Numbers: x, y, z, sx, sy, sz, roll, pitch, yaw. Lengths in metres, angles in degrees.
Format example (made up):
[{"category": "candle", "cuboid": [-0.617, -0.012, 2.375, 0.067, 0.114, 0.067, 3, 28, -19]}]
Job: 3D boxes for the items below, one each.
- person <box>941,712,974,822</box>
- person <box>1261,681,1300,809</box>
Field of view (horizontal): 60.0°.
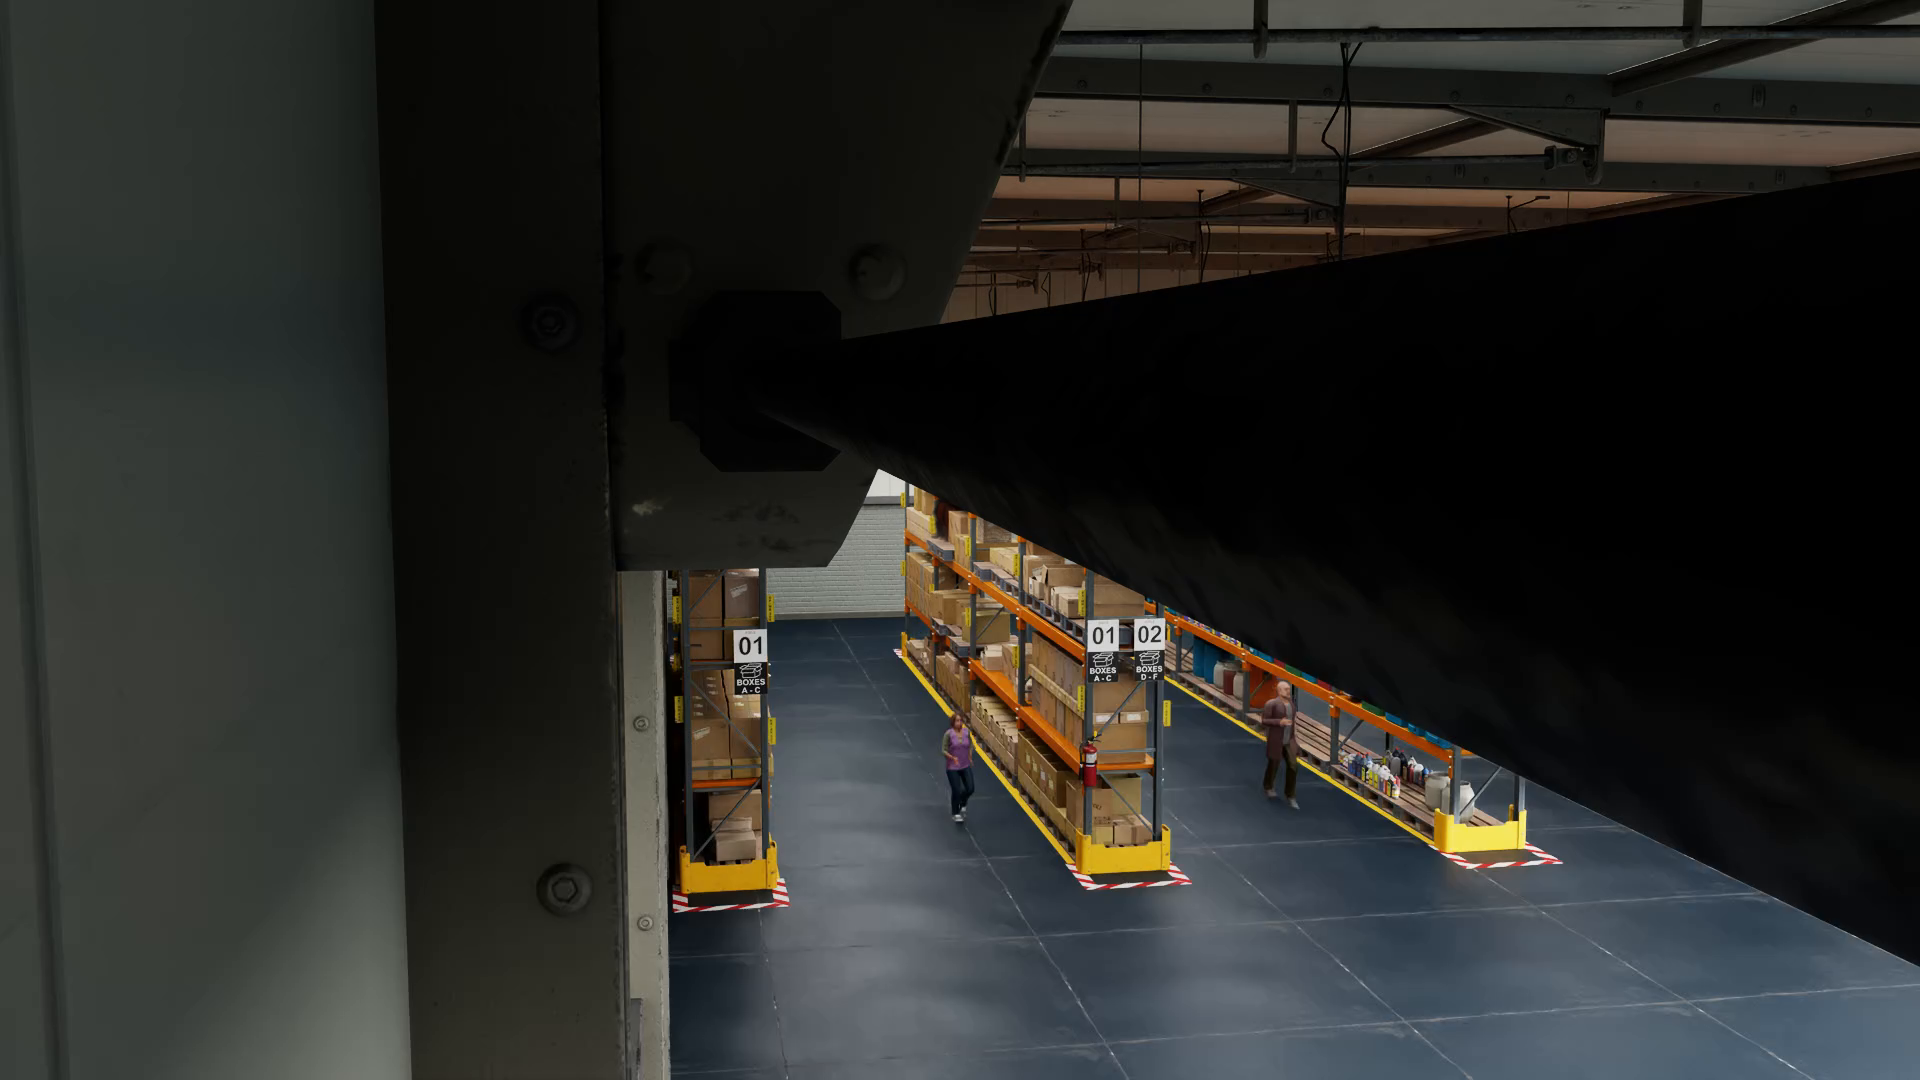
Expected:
[{"category": "person", "cuboid": [-0.003, 3.160, 23.034, 0.508, 1.557, 0.555, -2, 6, -18]}, {"category": "person", "cuboid": [4.621, 2.962, 24.131, 0.668, 1.857, 0.858, -2, 6, -21]}]
